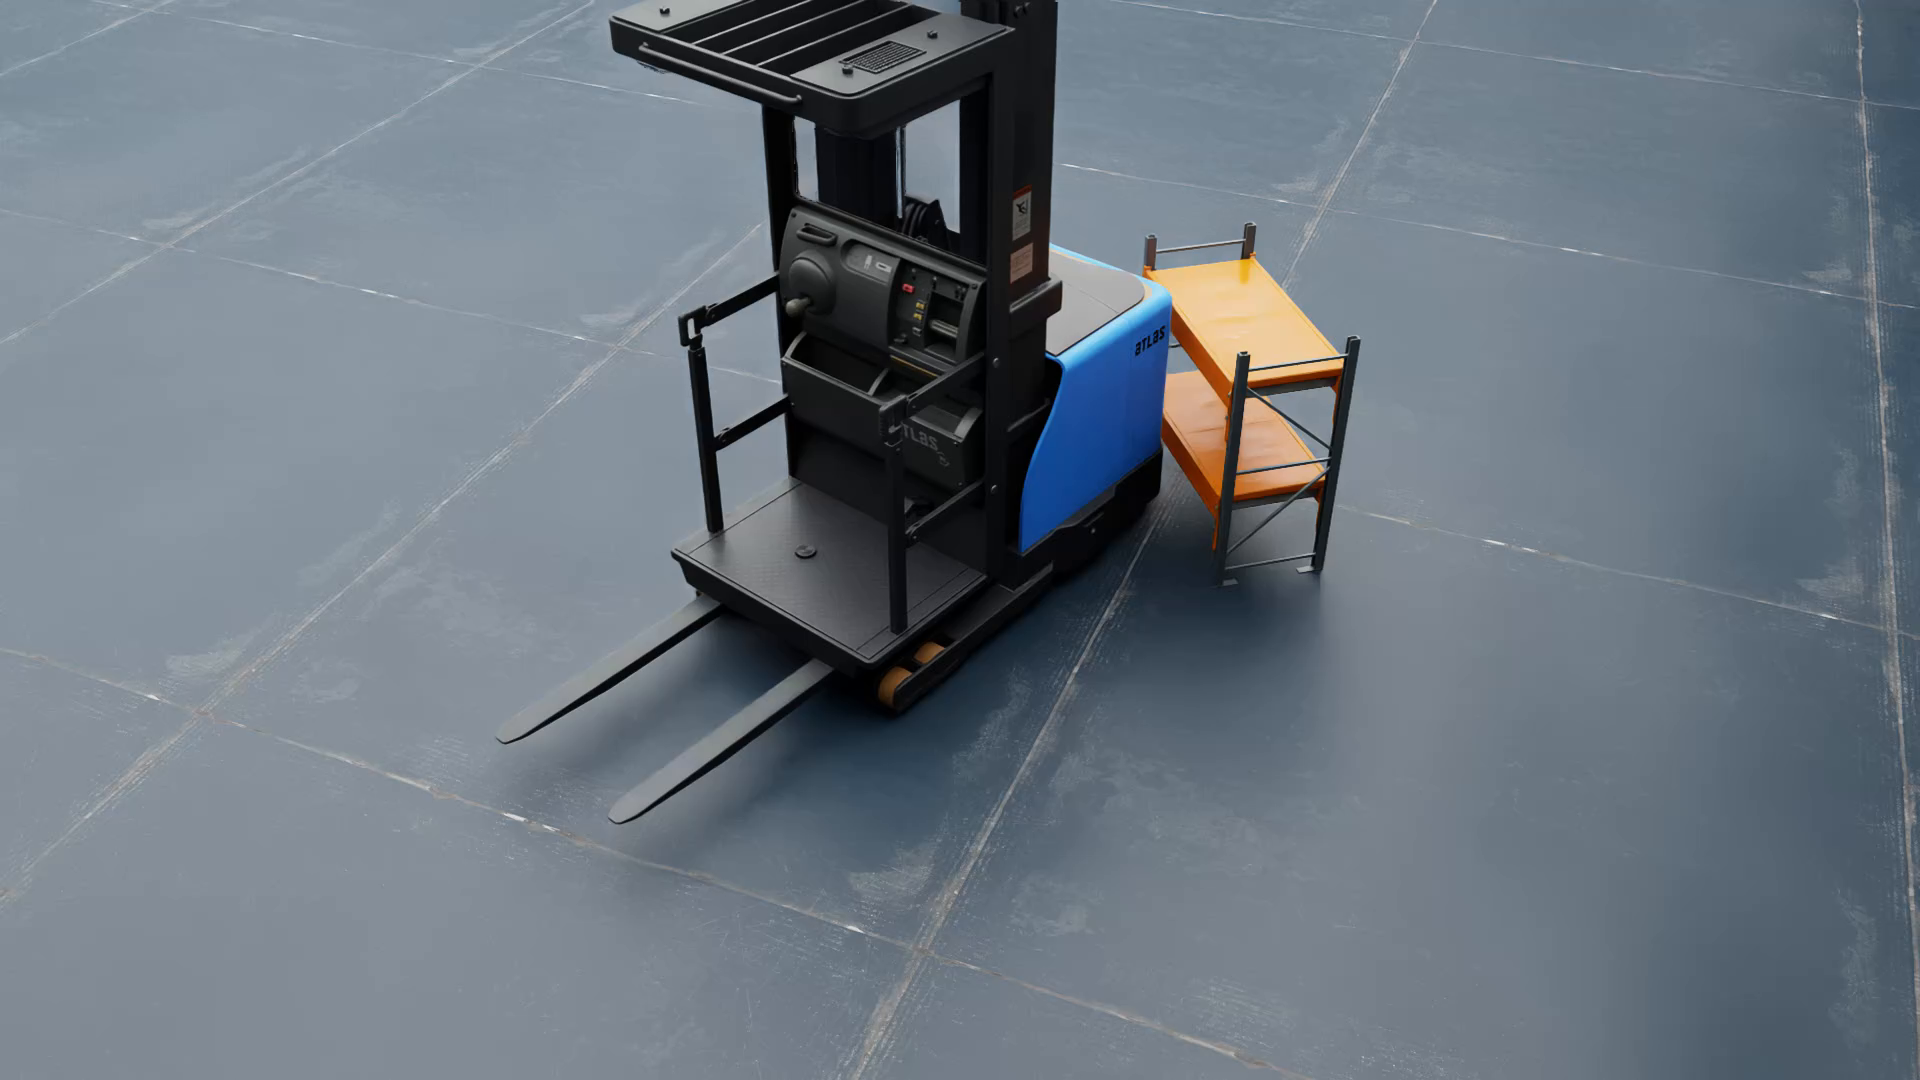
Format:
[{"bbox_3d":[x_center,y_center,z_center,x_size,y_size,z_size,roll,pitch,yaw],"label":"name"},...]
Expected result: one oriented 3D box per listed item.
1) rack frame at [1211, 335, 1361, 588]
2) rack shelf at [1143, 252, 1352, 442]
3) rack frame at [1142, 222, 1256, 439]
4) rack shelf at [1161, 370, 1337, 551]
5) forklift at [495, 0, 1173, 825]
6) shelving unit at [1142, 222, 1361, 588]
[{"bbox_3d":[1.301,-0.295,6.705,0.500,1.125,0.032,-9,38,-12],"label":"rack frame"},{"bbox_3d":[1.169,-0.824,6.923,0.538,0.278,1.000,-9,38,-12],"label":"rack shelf"},{"bbox_3d":[1.038,-0.883,7.492,0.500,1.125,0.032,-9,38,-12],"label":"rack frame"},{"bbox_3d":[1.169,-0.393,7.245,0.538,0.278,1.000,-9,38,-12],"label":"rack shelf"},{"bbox_3d":[-0.437,-0.861,5.954,1.130,2.935,3.031,27,44,31],"label":"forklift"},{"bbox_3d":[1.169,-0.589,7.099,0.538,1.125,1.048,-9,38,-12],"label":"shelving unit"}]
